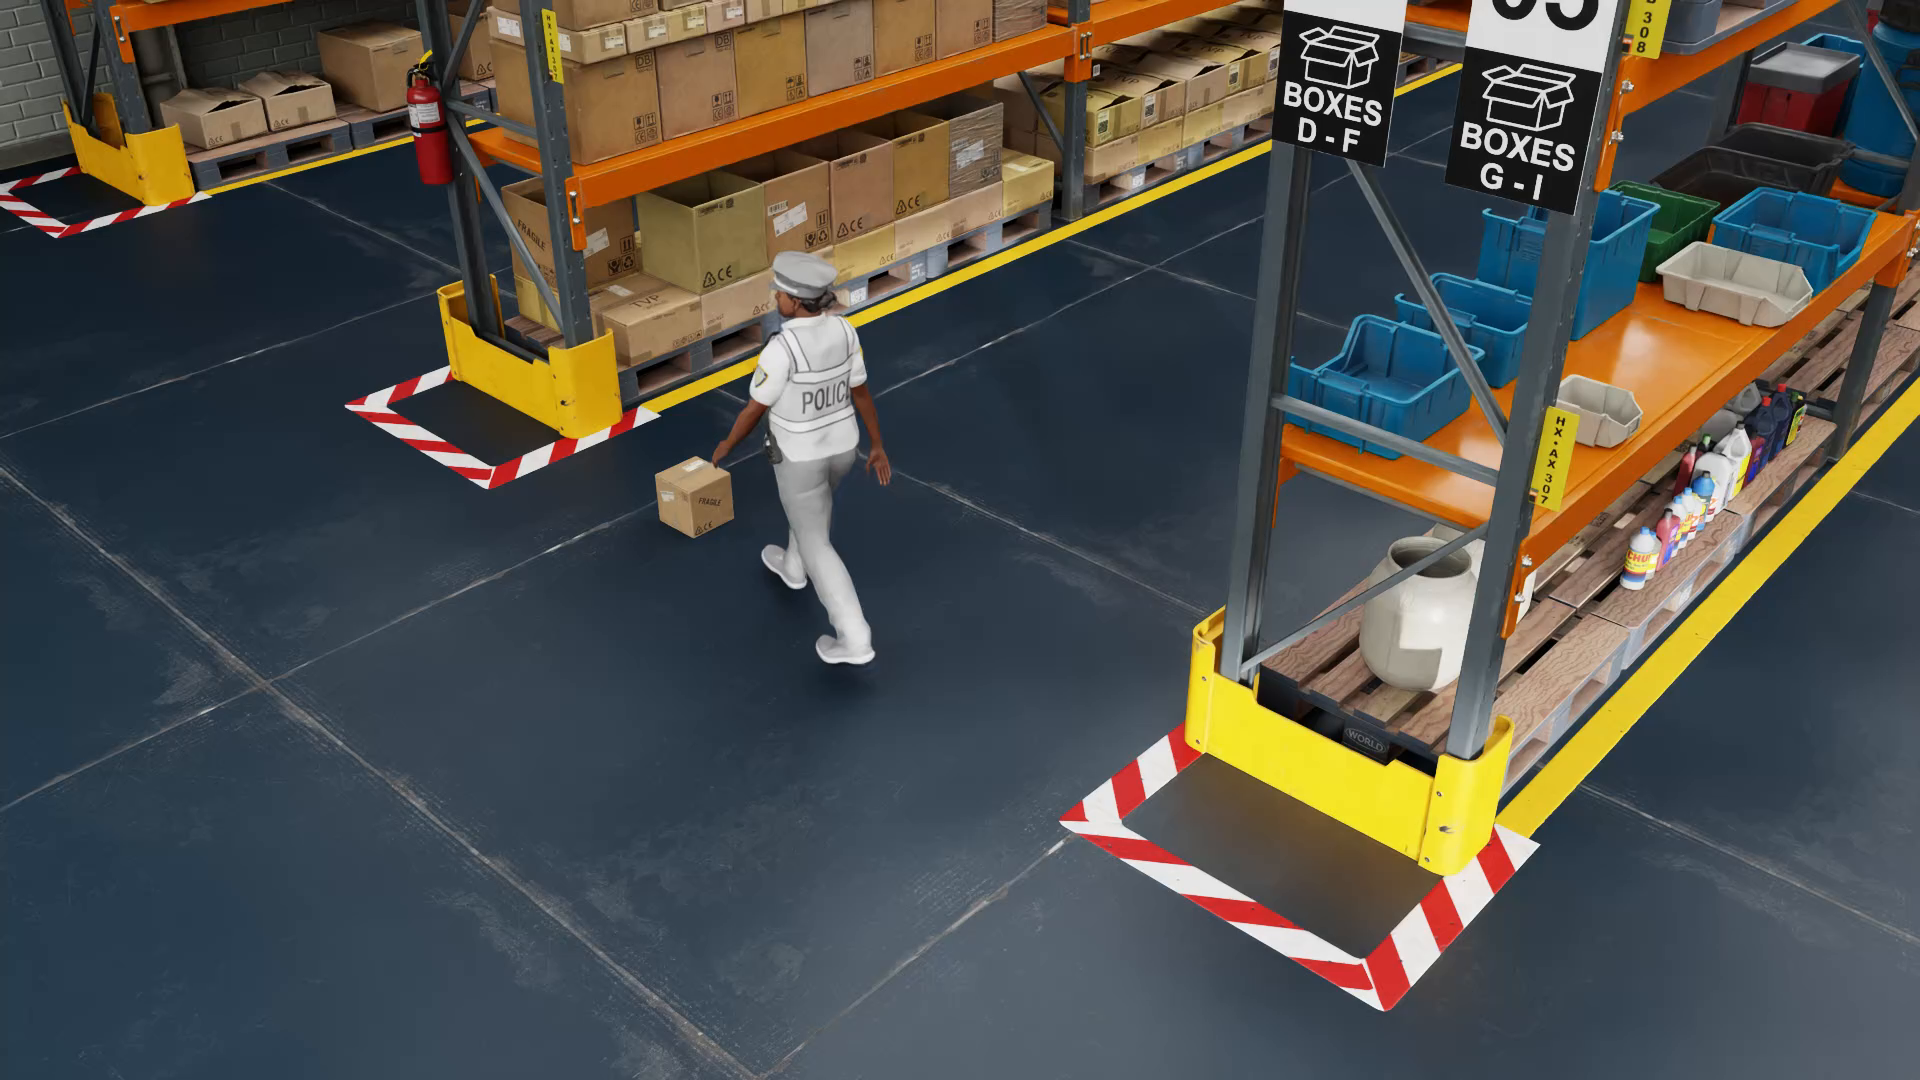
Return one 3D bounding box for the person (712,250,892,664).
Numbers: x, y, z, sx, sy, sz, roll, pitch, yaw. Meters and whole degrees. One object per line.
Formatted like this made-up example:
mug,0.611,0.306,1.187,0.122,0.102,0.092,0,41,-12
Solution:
person,-0.620,-0.364,6.713,0.567,1.629,1.003,-26,40,-36
